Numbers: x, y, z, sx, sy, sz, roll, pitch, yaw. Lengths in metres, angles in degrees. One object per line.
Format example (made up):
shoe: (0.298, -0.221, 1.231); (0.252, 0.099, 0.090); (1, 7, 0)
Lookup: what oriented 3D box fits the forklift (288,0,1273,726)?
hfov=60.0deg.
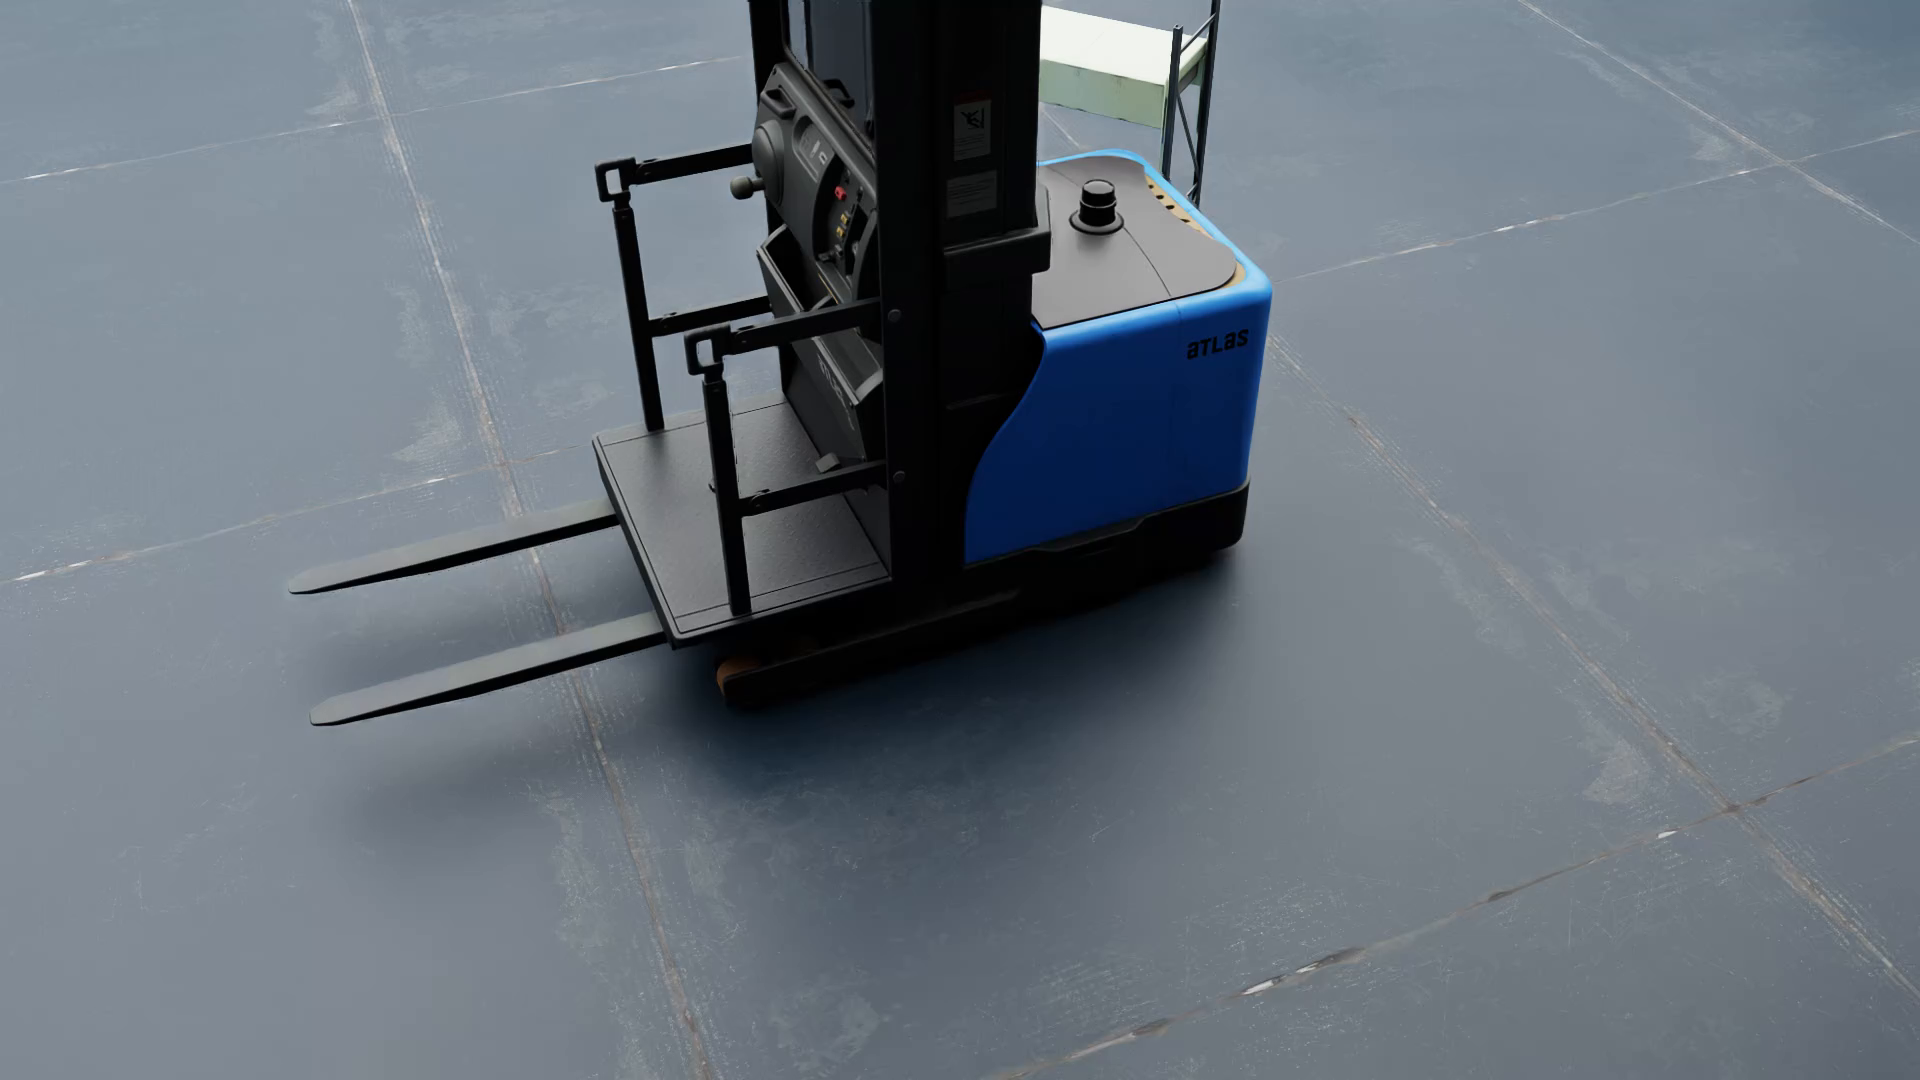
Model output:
forklift: (-0.600, -0.992, 4.655); (3.031, 2.935, 1.130); (-15, 43, -17)

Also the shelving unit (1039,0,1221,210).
shelving unit: (0.464, -1.309, 6.122); (0.755, 1.500, 0.431); (18, 44, 20)

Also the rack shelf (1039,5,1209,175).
rack shelf: (0.464, -1.605, 5.868); (0.720, 0.370, 0.431); (18, 44, 20)

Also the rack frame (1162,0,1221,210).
rack frame: (0.790, -1.201, 5.996); (0.023, 1.500, 0.400); (18, 44, 20)
